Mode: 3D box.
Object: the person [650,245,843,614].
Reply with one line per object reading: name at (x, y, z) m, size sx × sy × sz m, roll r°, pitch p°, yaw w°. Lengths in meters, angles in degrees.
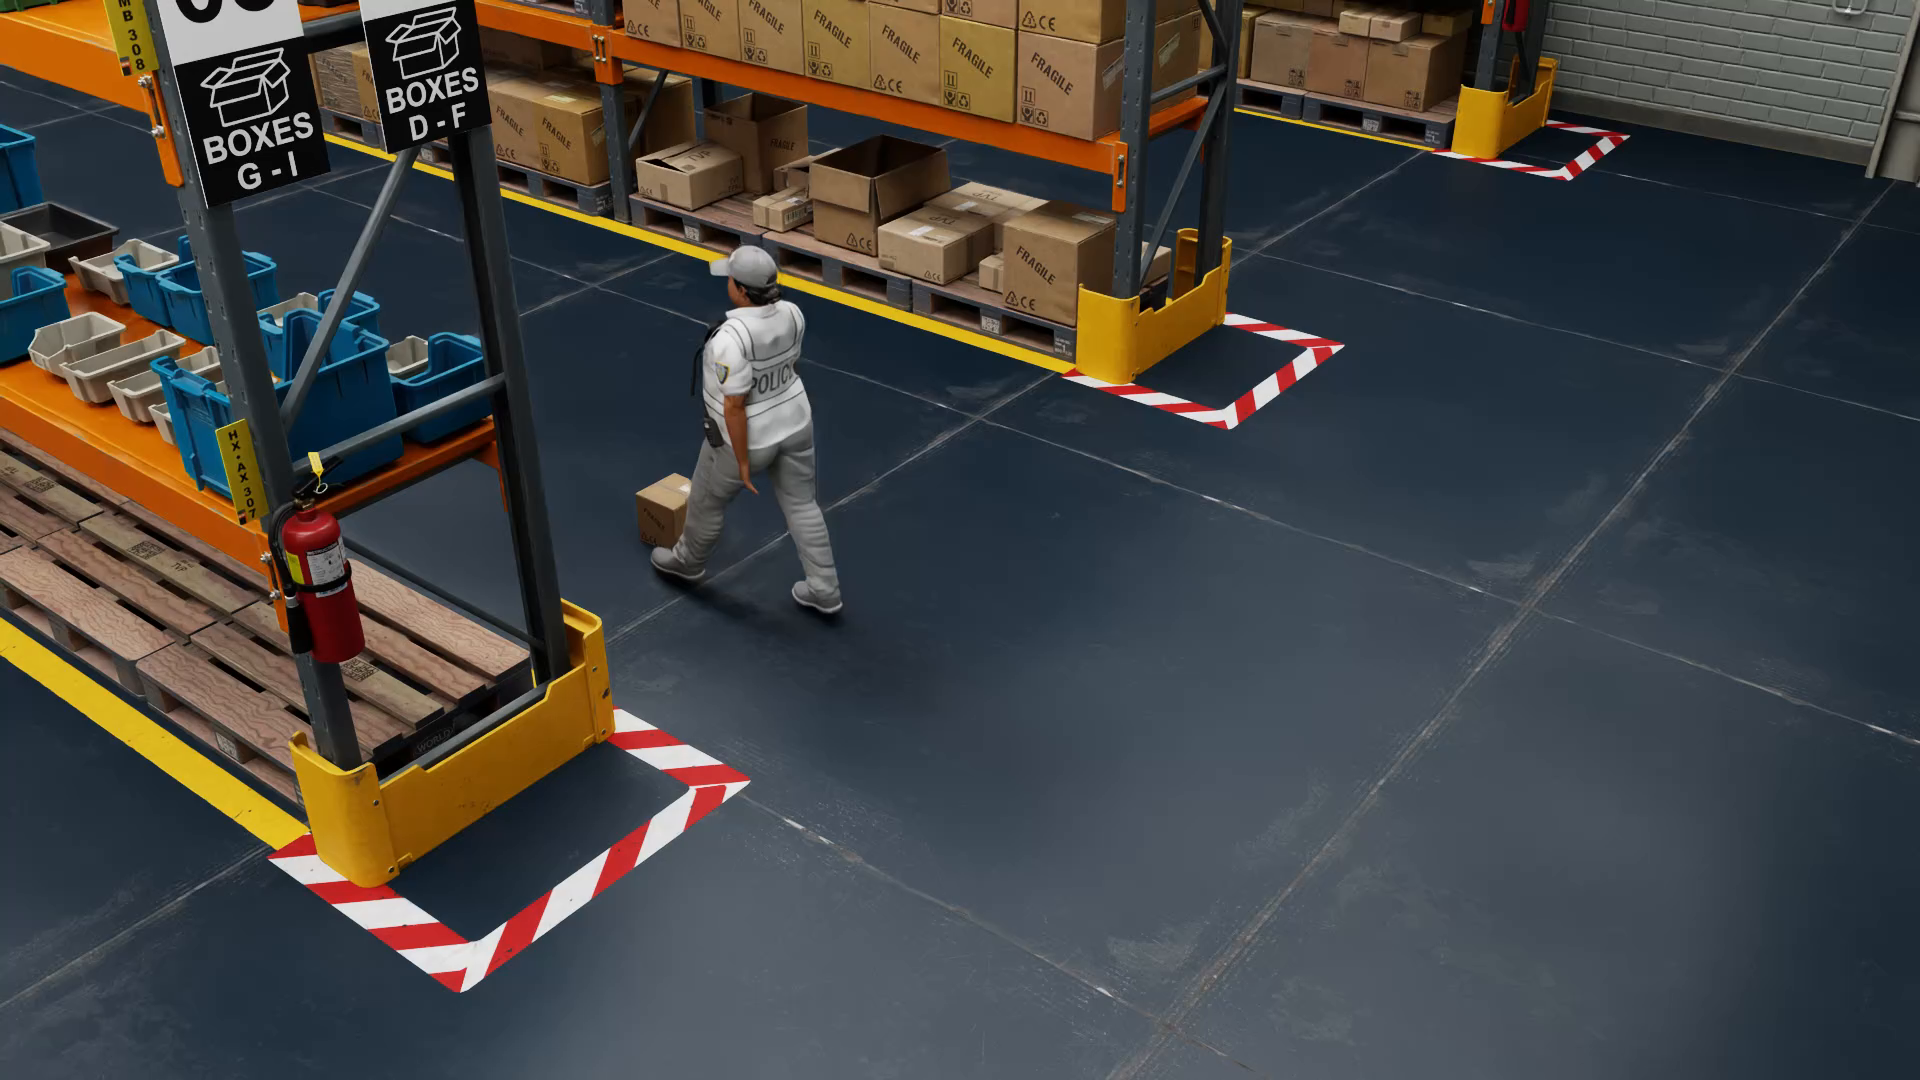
person at (-0.913, -0.493, 6.928) m, size 0.519 × 1.616 × 0.928 m, roll -25°, pitch 39°, yaw -36°
